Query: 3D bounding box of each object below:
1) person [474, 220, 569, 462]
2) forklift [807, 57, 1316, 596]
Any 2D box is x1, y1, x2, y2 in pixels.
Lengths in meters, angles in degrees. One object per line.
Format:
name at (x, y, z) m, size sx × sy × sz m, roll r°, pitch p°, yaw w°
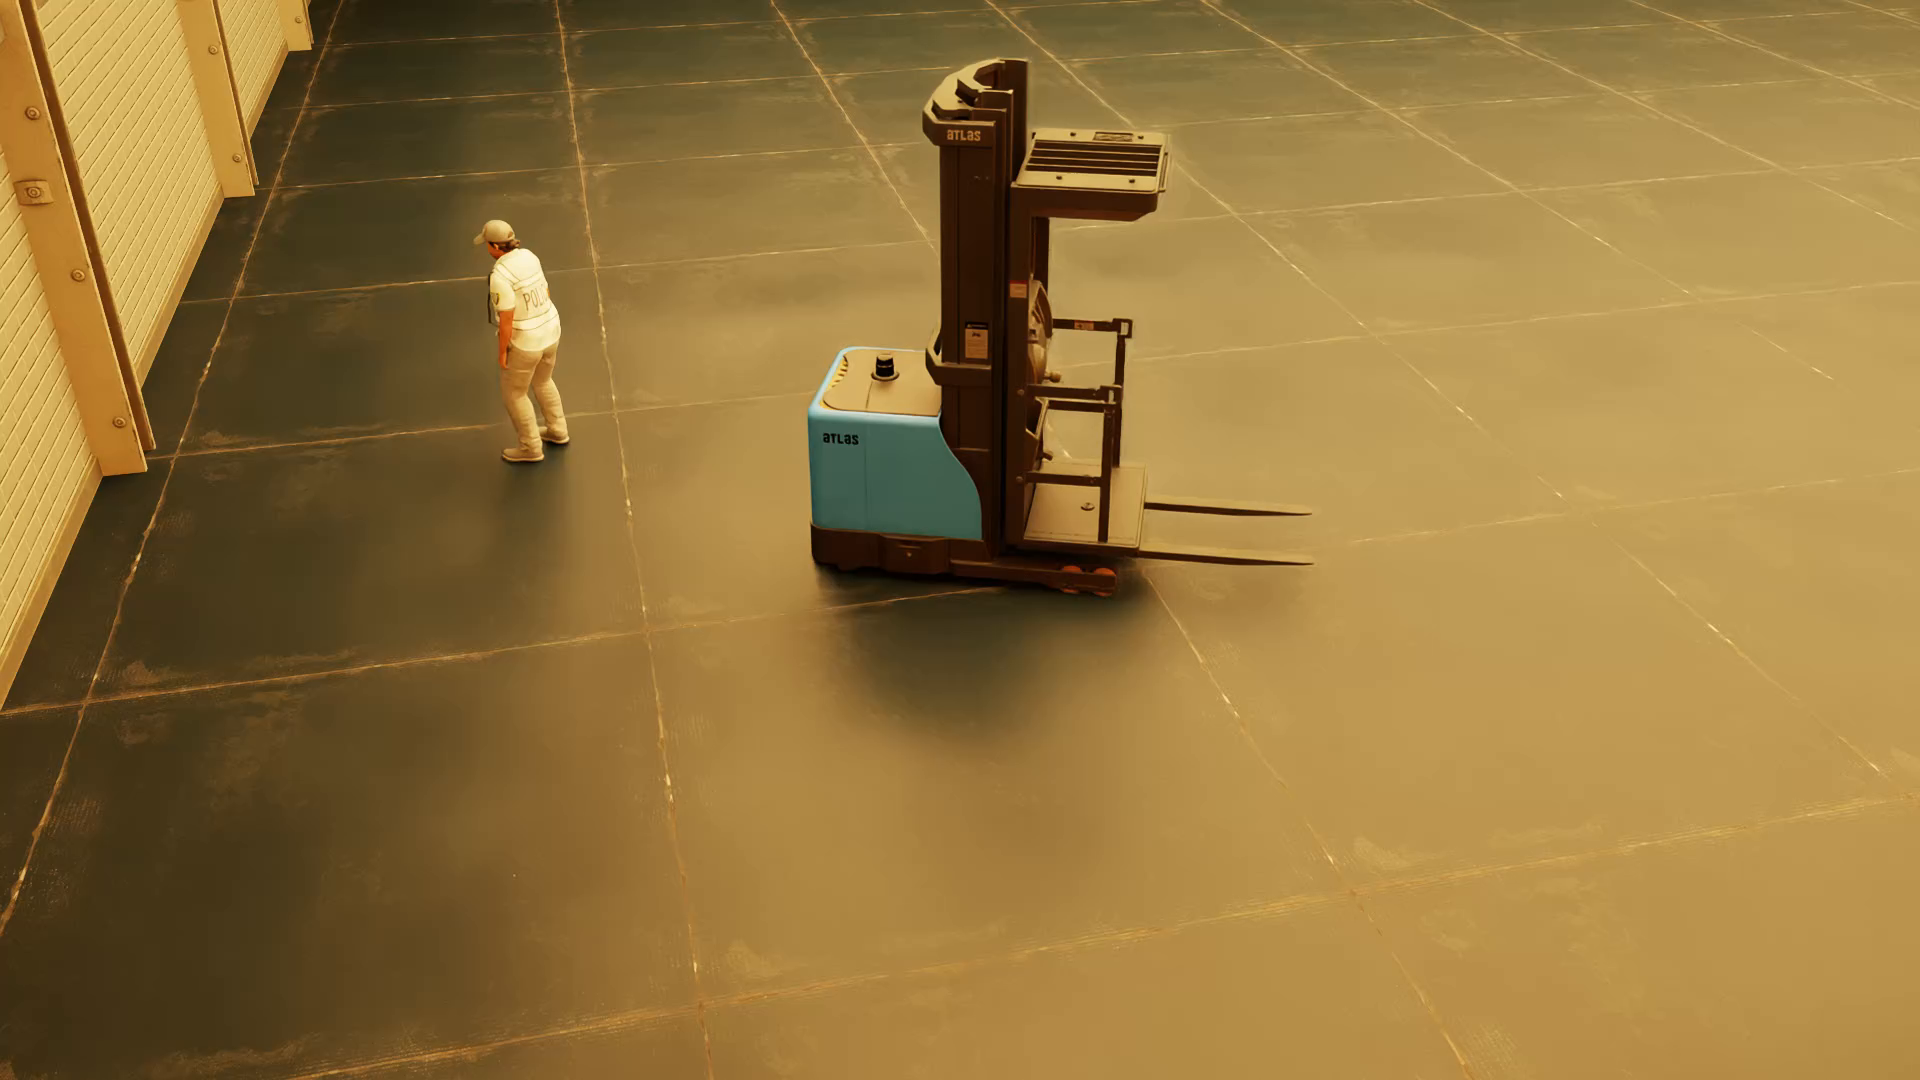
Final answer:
person at (-2.937, -1.345, 11.166) m, size 0.467 × 1.666 × 0.538 m, roll 12°, pitch 32°, yaw 20°
forklift at (0.653, -1.218, 9.679) m, size 3.031 × 2.935 × 1.130 m, roll 4°, pitch 30°, yaw 8°
